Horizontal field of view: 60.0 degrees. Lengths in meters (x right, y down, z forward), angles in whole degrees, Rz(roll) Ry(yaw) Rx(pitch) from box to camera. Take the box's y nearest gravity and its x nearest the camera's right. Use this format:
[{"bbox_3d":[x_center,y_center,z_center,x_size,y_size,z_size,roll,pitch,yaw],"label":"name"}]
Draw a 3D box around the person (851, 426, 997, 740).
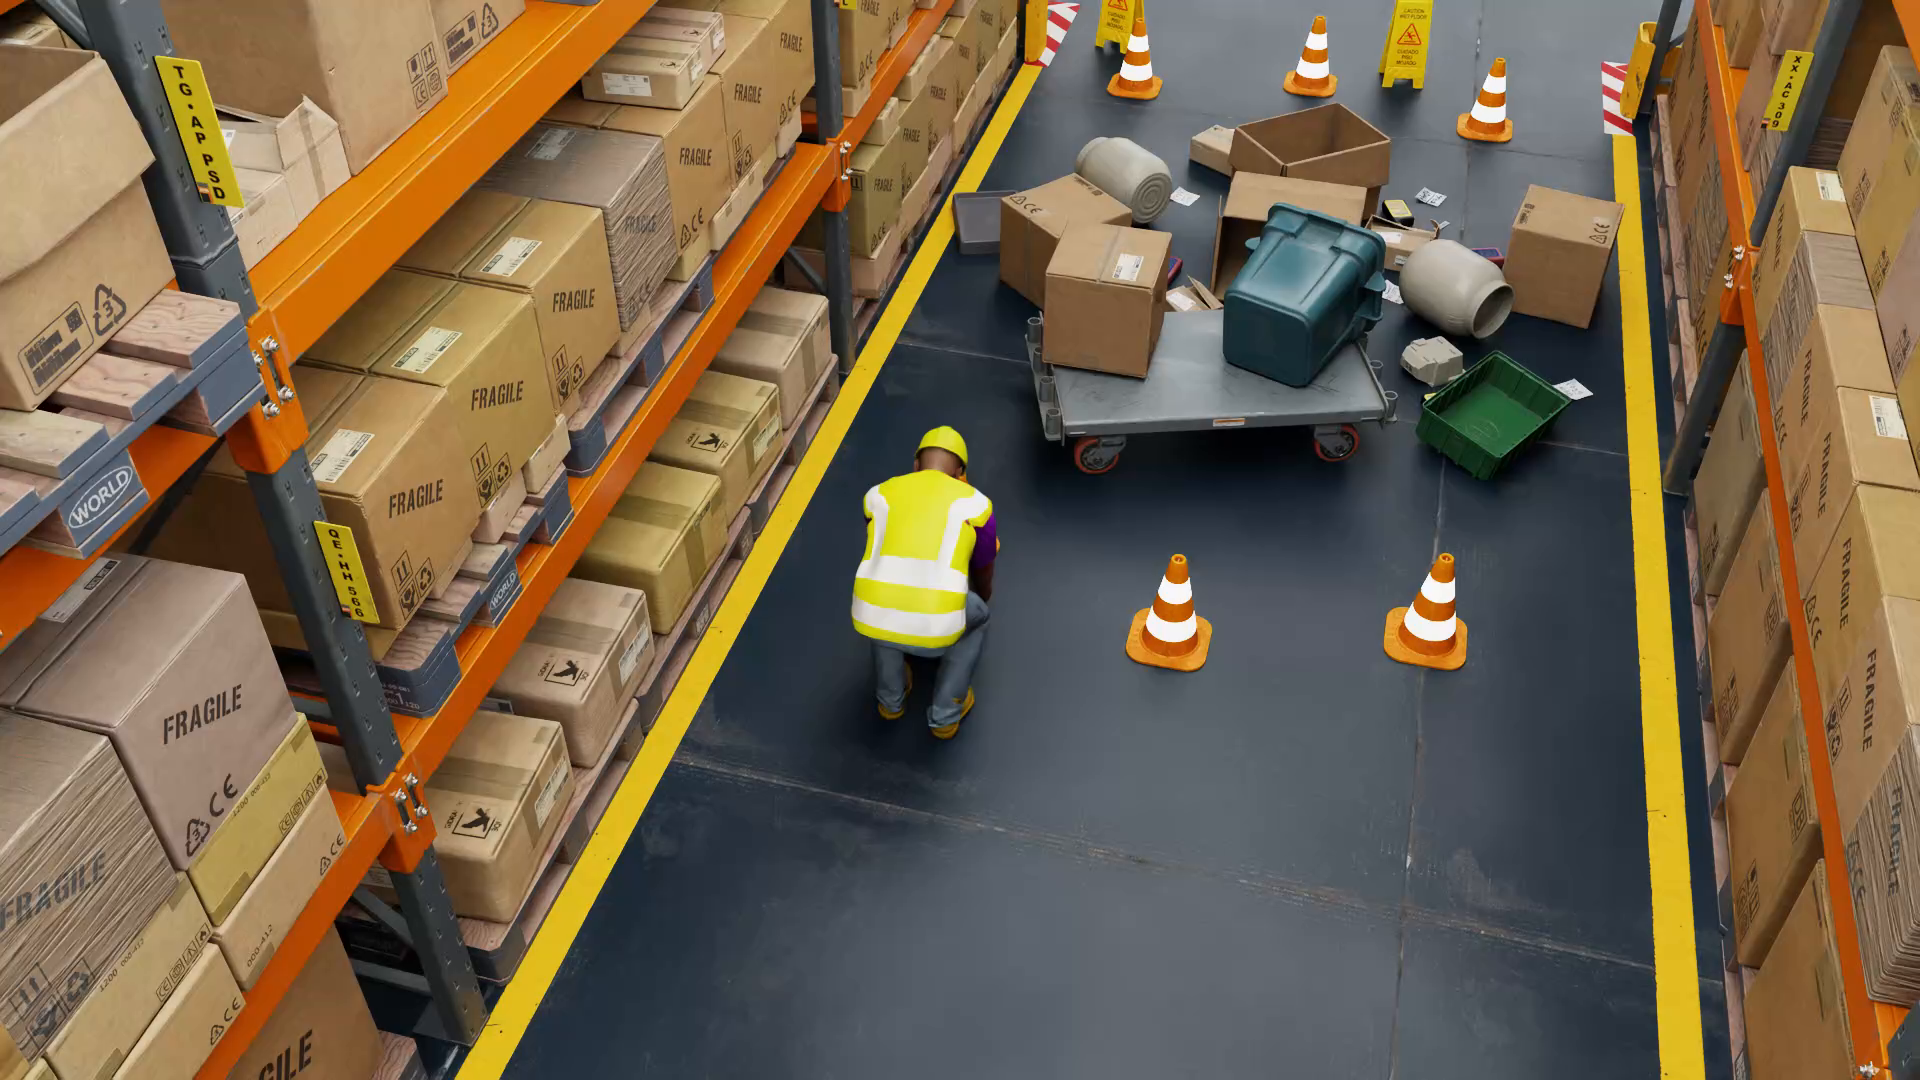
[{"bbox_3d":[-0.140,0.194,6.494,0.526,1.011,0.956,8,41,10],"label":"person"}]
